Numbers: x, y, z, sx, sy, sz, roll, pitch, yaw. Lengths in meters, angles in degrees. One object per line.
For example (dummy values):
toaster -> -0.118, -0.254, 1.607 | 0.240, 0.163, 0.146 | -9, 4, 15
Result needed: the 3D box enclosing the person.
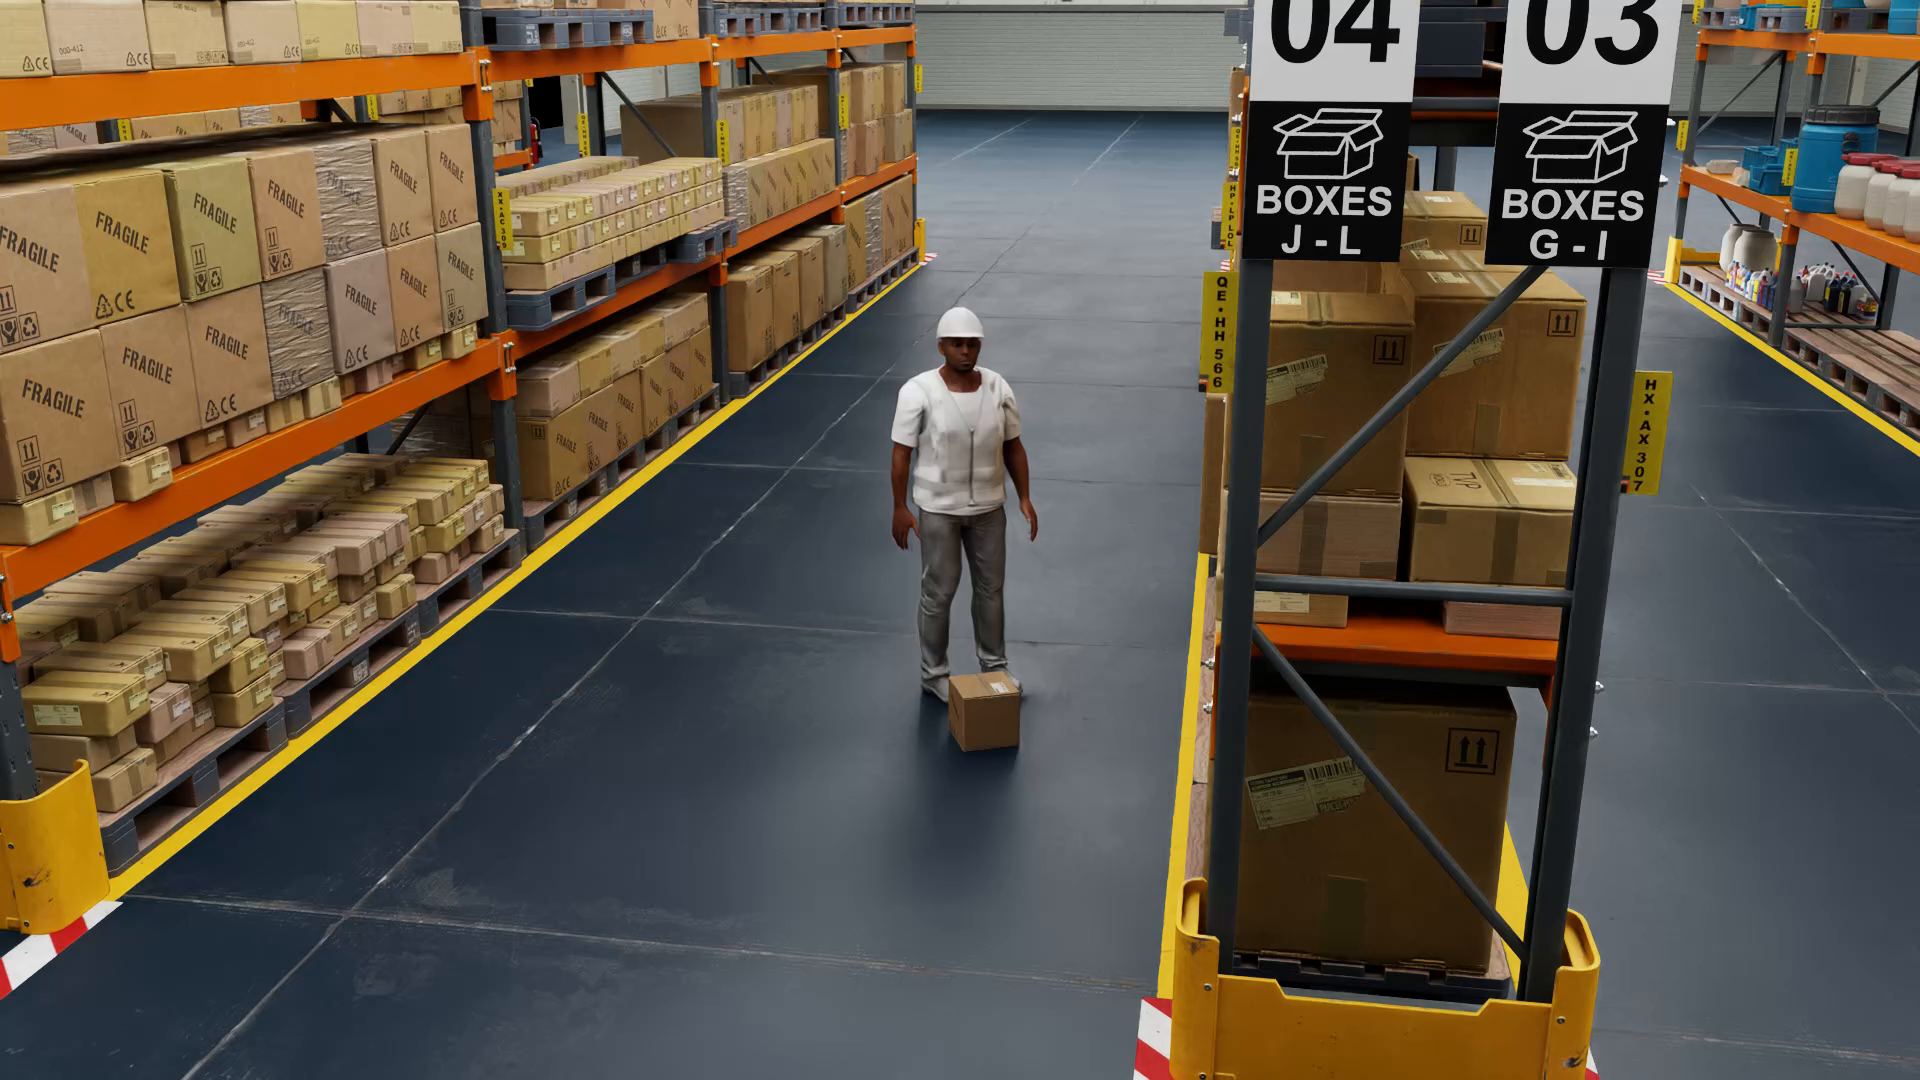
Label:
person -> 0.016, -0.142, 7.393 | 0.618, 1.776, 0.411 | -7, 19, -21
